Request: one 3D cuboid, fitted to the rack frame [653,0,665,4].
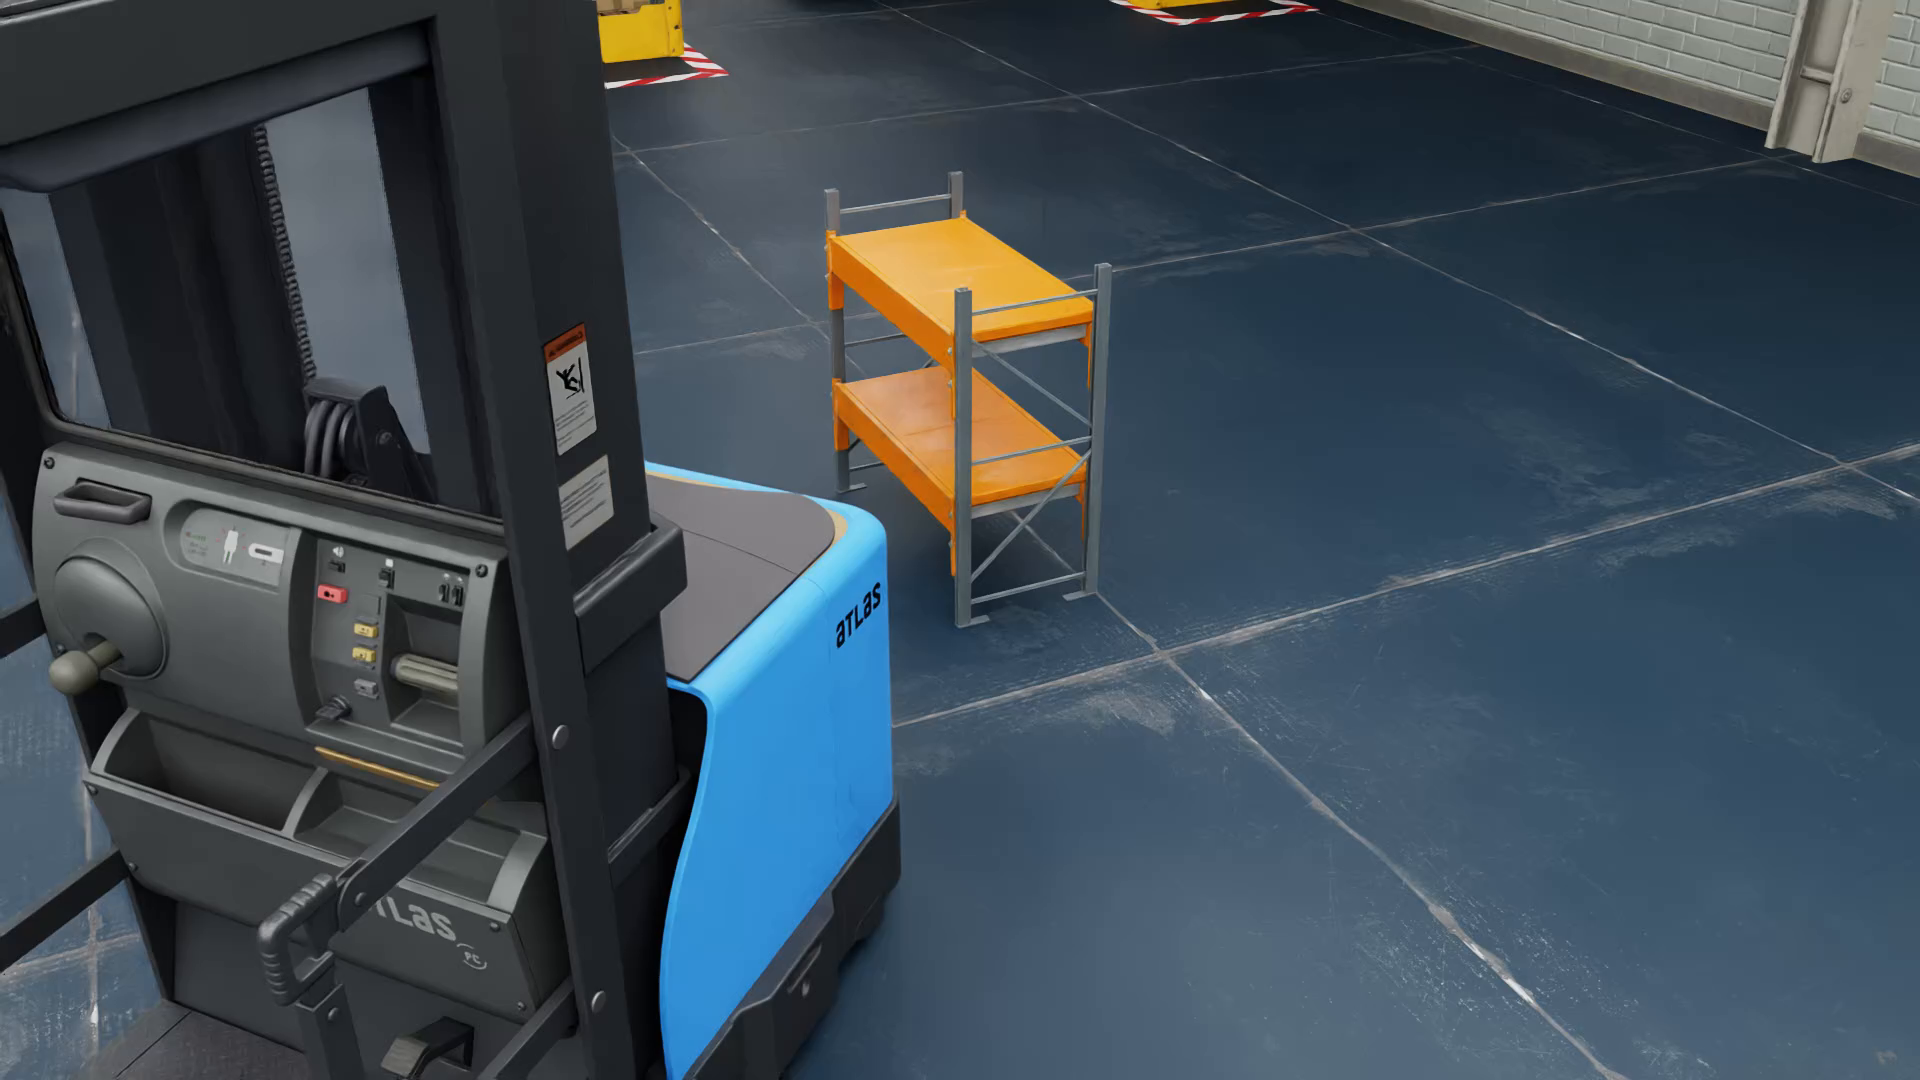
[{"bbox_3d":[-2.537,-4.721,11.102,1.000,3.000,0.127,-13,32,-22],"label":"rack frame"}]

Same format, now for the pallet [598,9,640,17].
[{"bbox_3d":[-2.887,-3.904,12.497,1.003,0.211,1.213,-13,32,-22],"label":"pallet"}]

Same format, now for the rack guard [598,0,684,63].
[{"bbox_3d":[-2.570,-3.664,11.773,1.175,0.500,0.348,-13,32,-22],"label":"rack guard"}]

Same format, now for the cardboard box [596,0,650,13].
[{"bbox_3d":[-2.634,-4.119,12.411,0.500,0.250,0.500,-13,32,-22],"label":"cardboard box"}]

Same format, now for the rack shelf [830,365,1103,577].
[{"bbox_3d":[-0.003,-0.280,5.600,0.538,0.278,1.000,-13,32,-22],"label":"rack shelf"}]

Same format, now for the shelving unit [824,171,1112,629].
[{"bbox_3d":[-0.003,-0.494,5.480,0.538,1.125,1.048,-13,32,-22],"label":"shelving unit"}]

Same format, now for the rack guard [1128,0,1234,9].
[{"bbox_3d":[1.954,-4.664,13.556,1.175,0.500,0.348,-13,32,-22],"label":"rack guard"}]

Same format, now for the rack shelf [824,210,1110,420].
[{"bbox_3d":[-0.003,-0.749,5.337,0.538,0.278,1.000,-13,32,-22],"label":"rack shelf"}]

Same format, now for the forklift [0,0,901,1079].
[{"bbox_3d":[-1.202,0.157,2.473,1.130,2.935,3.031,12,31,21],"label":"forklift"}]

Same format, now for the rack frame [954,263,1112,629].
[{"bbox_3d":[0.215,-0.269,5.080,0.500,1.125,0.032,-13,32,-22],"label":"rack frame"}]

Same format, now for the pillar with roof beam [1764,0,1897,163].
[{"bbox_3d":[1.147,-5.324,6.044,9.100,9.000,0.400,-13,32,-22],"label":"pillar with roof beam"}]

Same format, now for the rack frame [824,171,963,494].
[{"bbox_3d":[-0.221,-0.718,5.881,0.500,1.125,0.032,-13,32,-22],"label":"rack frame"}]
